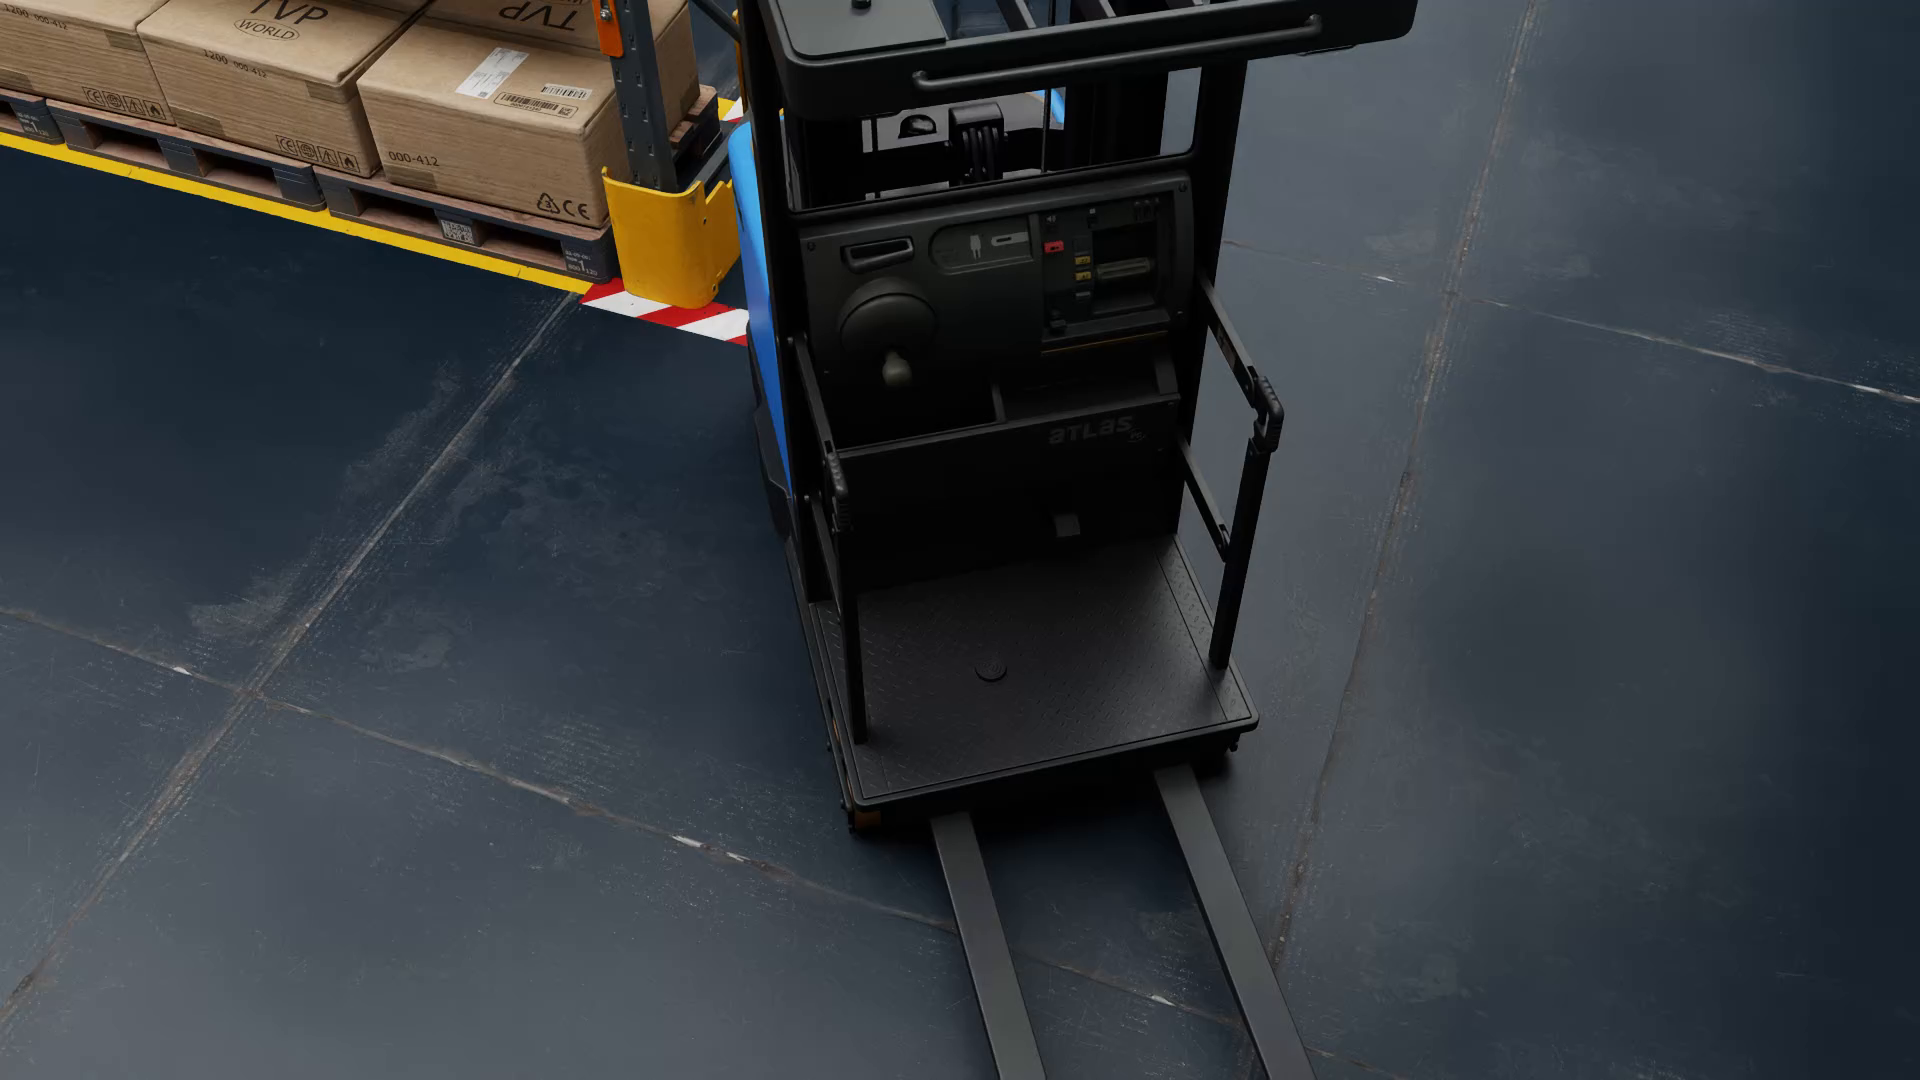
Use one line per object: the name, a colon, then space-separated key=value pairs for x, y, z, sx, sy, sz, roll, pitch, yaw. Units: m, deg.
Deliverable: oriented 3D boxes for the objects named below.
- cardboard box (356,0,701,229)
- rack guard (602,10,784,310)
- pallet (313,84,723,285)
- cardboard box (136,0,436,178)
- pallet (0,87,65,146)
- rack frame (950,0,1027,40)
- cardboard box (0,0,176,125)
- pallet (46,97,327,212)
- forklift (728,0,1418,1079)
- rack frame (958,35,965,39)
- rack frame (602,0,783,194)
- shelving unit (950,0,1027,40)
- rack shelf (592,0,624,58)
cardboard box: x=-1.555 y=-1.661 z=6.122 sx=0.875 sy=0.438 sz=0.875 roll=14 pitch=51 yaw=12
rack guard: x=-0.879 y=-1.435 z=6.163 sx=0.348 sy=0.500 sz=1.175 roll=16 pitch=51 yaw=13
pallet: x=-1.678 y=-1.501 z=6.411 sx=1.213 sy=0.211 sz=1.003 roll=16 pitch=51 yaw=13
cardboard box: x=-2.416 y=-1.894 z=6.325 sx=0.875 sy=0.438 sz=0.875 roll=17 pitch=51 yaw=14
pallet: x=-3.967 y=-2.140 z=6.965 sx=1.213 sy=0.211 sz=1.003 roll=16 pitch=51 yaw=13
rack frame: x=0.087 y=-1.261 z=5.549 sx=0.240 sy=1.200 sz=0.006 roll=-6 pitch=49 yaw=-5
cardboard box: x=-3.261 y=-2.132 z=6.530 sx=0.875 sy=0.438 sz=0.875 roll=14 pitch=51 yaw=12
pallet: x=-2.819 y=-1.822 z=6.689 sx=1.213 sy=0.211 sz=1.003 roll=16 pitch=51 yaw=13
forklift: x=0.151 y=-0.500 z=3.743 sx=1.130 sy=2.935 sz=3.031 roll=-11 pitch=50 yaw=-9
rack frame: x=0.113 y=-1.124 z=5.430 sx=0.240 sy=1.200 sz=0.006 roll=-6 pitch=49 yaw=-5
rack frame: x=-0.901 y=-2.260 z=5.224 sx=0.127 sy=3.000 sz=1.000 roll=16 pitch=51 yaw=13
shelving unit: x=0.100 y=-1.192 z=5.489 sx=0.258 sy=1.200 sz=0.189 roll=-6 pitch=49 yaw=-5
rack shelf: x=-2.777 y=-2.549 z=5.950 sx=4.000 sy=0.370 sz=1.077 roll=16 pitch=51 yaw=13
